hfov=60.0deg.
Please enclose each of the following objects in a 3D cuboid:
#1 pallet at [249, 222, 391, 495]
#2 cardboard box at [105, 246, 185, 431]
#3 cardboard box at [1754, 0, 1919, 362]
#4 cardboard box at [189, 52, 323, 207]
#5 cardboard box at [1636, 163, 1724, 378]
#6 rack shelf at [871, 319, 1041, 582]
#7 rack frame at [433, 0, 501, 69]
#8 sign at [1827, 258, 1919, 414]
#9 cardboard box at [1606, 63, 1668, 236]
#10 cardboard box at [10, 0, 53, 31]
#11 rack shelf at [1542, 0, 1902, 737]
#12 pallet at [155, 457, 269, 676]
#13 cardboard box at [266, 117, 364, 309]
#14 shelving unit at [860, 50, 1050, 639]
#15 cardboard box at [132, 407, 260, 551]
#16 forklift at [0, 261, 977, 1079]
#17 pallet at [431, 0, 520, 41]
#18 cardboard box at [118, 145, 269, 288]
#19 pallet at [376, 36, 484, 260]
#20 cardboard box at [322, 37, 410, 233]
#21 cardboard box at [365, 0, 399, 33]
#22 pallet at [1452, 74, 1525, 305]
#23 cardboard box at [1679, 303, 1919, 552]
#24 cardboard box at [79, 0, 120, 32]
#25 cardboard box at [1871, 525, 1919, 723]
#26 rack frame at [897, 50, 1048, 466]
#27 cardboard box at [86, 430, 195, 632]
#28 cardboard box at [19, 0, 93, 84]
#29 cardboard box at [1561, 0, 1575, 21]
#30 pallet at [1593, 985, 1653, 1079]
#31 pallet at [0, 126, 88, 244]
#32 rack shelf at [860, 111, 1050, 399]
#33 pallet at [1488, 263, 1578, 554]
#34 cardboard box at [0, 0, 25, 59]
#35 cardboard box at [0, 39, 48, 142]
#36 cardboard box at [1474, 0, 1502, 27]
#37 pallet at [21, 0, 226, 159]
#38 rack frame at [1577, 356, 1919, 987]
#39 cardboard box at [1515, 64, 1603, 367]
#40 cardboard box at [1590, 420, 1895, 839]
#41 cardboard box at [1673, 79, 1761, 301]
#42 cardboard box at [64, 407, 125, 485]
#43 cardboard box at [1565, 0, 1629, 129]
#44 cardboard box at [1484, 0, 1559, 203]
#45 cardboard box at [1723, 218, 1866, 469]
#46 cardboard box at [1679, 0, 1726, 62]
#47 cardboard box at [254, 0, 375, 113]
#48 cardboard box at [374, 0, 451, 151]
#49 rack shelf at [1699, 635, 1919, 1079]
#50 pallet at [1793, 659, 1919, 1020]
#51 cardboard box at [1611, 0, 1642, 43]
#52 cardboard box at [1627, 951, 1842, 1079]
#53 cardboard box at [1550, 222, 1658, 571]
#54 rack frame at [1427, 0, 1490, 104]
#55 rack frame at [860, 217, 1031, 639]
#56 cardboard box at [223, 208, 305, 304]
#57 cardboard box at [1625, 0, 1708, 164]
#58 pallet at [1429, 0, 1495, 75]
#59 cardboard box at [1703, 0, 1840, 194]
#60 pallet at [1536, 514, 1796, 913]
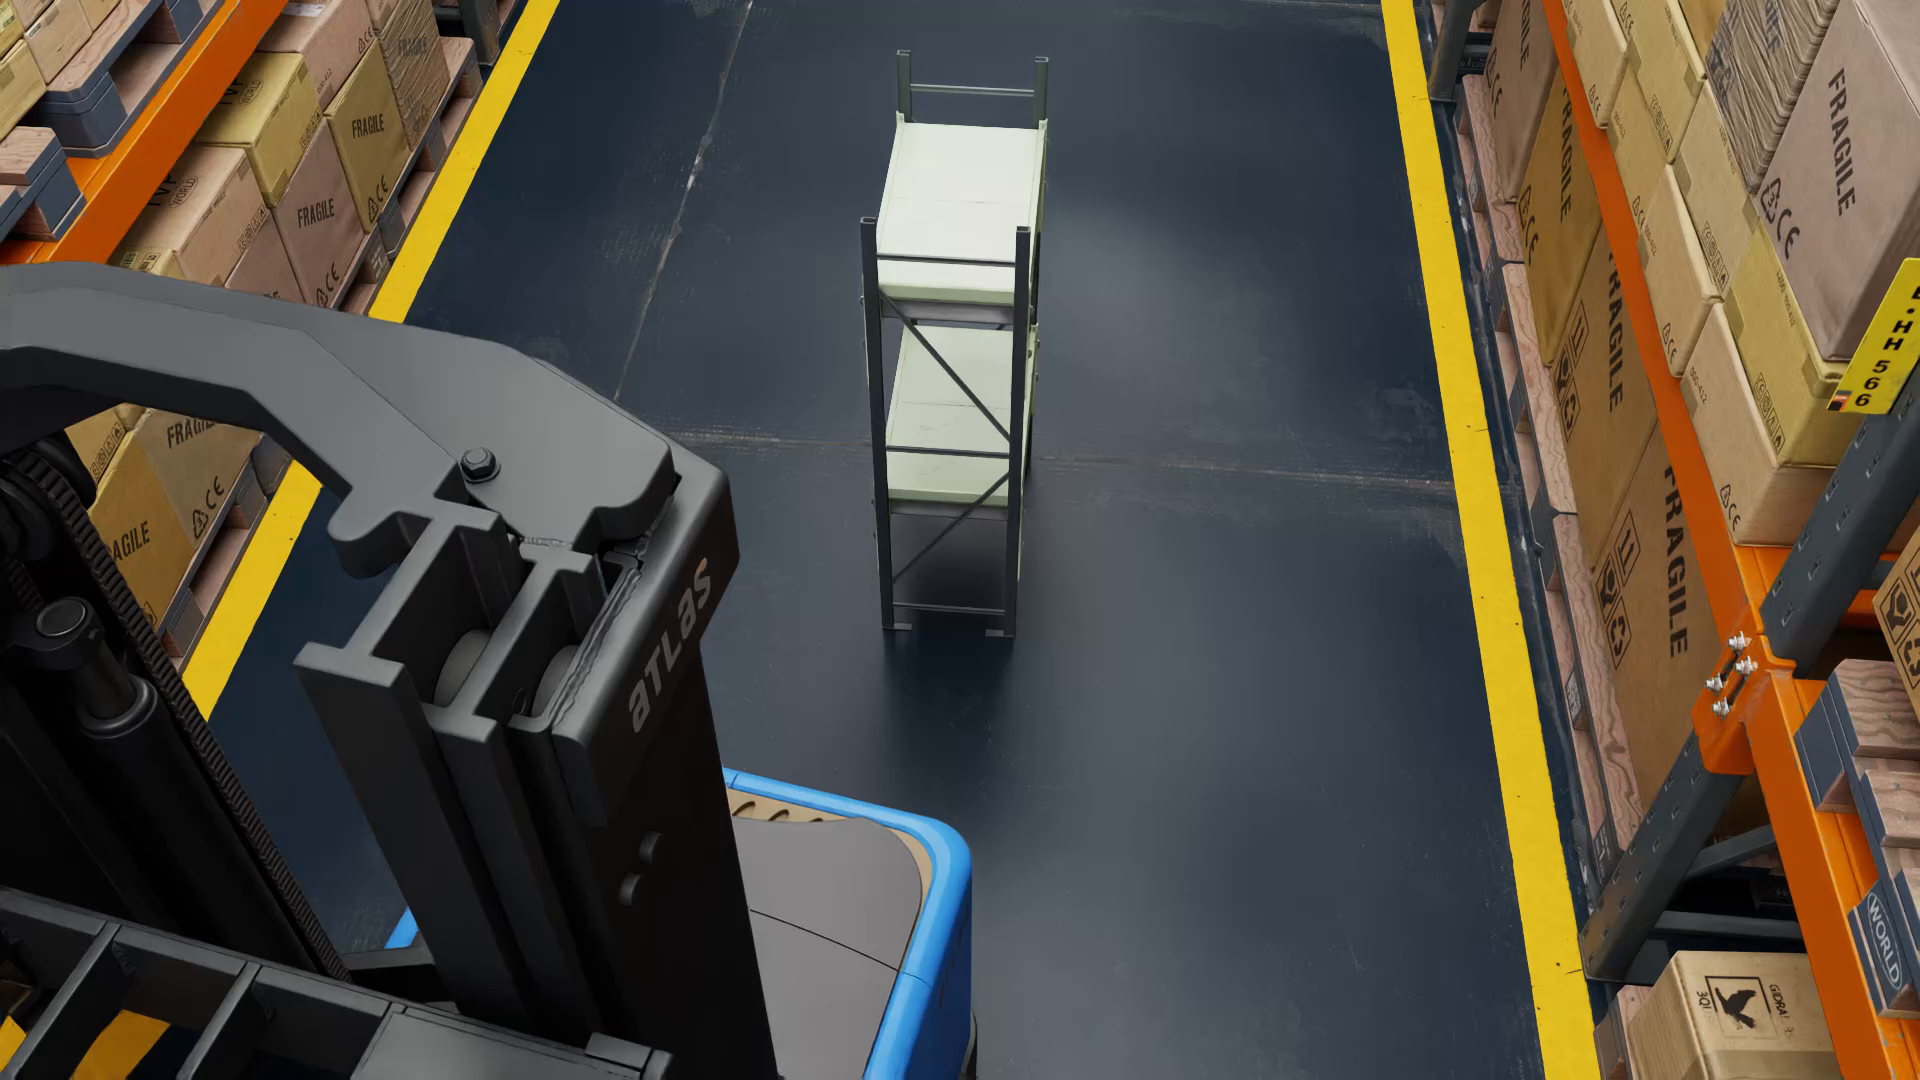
[{"bbox_3d":[-2.661,-0.690,5.738,1.003,0.211,1.213,4,48,4],"label":"pallet"},{"bbox_3d":[-2.498,-0.577,4.646,0.500,0.250,0.500,3,48,3],"label":"cardboard box"},{"bbox_3d":[1.878,-0.673,3.087,0.500,0.500,0.500,3,48,2],"label":"cardboard box"},{"bbox_3d":[-2.393,-1.323,5.328,0.500,0.250,0.500,2,48,2],"label":"cardboard box"},{"bbox_3d":[1.909,-0.619,3.885,0.500,0.250,0.500,5,48,4],"label":"cardboard box"},{"bbox_3d":[-0.001,-0.281,4.933,0.431,0.370,0.720,4,48,4],"label":"rack shelf"},{"bbox_3d":[-2.483,-3.102,6.054,1.000,3.000,0.127,4,48,4],"label":"rack frame"},{"bbox_3d":[1.538,-0.330,2.734,0.100,0.325,0.005,4,48,4],"label":"sign"},{"bbox_3d":[1.971,-0.988,4.222,0.500,0.250,0.500,3,48,3],"label":"cardboard box"},{"bbox_3d":[-2.514,-1.426,4.205,0.380,0.149,0.250,4,48,4],"label":"cardboard box"},{"bbox_3d":[2.273,-1.131,4.739,1.077,0.370,4.000,4,48,4],"label":"rack shelf"},{"bbox_3d":[-2.775,0.204,4.920,1.003,0.211,1.213,4,48,4],"label":"pallet"},{"bbox_3d":[-2.398,-1.086,5.620,0.500,0.500,0.500,3,48,3],"label":"cardboard box"},{"bbox_3d":[-0.001,-0.501,4.692,0.431,1.500,0.755,4,48,4],"label":"shelving unit"},{"bbox_3d":[-2.487,-0.333,4.931,0.500,0.500,0.500,4,48,4],"label":"cardboard box"},{"bbox_3d":[-0.856,1.253,2.118,1.130,2.935,3.031,12,49,11],"label":"forklift"},{"bbox_3d":[-2.457,-2.657,7.537,1.003,0.211,1.213,4,48,4],"label":"pallet"},{"bbox_3d":[-2.440,-0.940,4.978,0.500,0.250,0.500,4,48,4],"label":"cardboard box"},{"bbox_3d":[-2.553,-1.589,6.560,1.003,0.211,1.213,4,48,4],"label":"pallet"},{"bbox_3d":[-2.347,-1.462,5.964,0.500,0.500,0.500,3,48,3],"label":"cardboard box"},{"bbox_3d":[-2.299,-2.089,6.029,0.500,0.250,0.500,3,48,2],"label":"cardboard box"},{"bbox_3d":[2.460,-1.330,6.324,1.003,0.211,1.213,4,48,4],"label":"pallet"},{"bbox_3d":[1.878,-0.242,3.541,0.500,0.250,0.500,2,48,2],"label":"cardboard box"},{"bbox_3d":[-2.487,-1.509,4.483,0.380,0.149,0.250,4,48,4],"label":"cardboard box"},{"bbox_3d":[1.819,0.135,2.540,0.500,0.500,0.500,3,48,2],"label":"cardboard box"},{"bbox_3d":[0.033,-0.770,4.938,0.400,1.500,0.023,4,48,4],"label":"rack frame"},{"bbox_3d":[-2.529,0.037,4.593,0.500,0.500,0.500,2,48,2],"label":"cardboard box"},{"bbox_3d":[-2.512,-1.324,4.314,0.380,0.149,0.250,5,48,5],"label":"cardboard box"},{"bbox_3d":[2.044,-1.731,4.902,0.500,0.250,0.500,4,48,3],"label":"cardboard box"},{"bbox_3d":[2.018,1.611,3.633,1.003,0.211,1.213,4,48,4],"label":"pallet"},{"bbox_3d":[-2.889,-0.629,3.922,1.213,0.211,1.003,4,48,4],"label":"pallet"},{"bbox_3d":[-0.001,-0.765,4.404,0.431,0.370,0.720,4,48,4],"label":"rack shelf"},{"bbox_3d":[2.352,-0.431,5.501,1.003,0.211,1.213,4,48,4],"label":"pallet"},{"bbox_3d":[-2.537,-1.243,4.038,0.380,0.149,0.250,4,48,4],"label":"cardboard box"},{"bbox_3d":[-2.534,-1.129,4.135,0.380,0.149,0.250,6,48,5],"label":"cardboard box"},{"bbox_3d":[2.620,-2.575,7.024,0.875,0.438,0.875,3,48,3],"label":"cardboard box"},{"bbox_3d":[-2.708,-1.555,4.770,1.003,0.211,1.213,4,48,4],"label":"pallet"},{"bbox_3d":[2.091,0.096,3.129,1.000,3.000,0.127,4,48,4],"label":"rack frame"},{"bbox_3d":[2.404,-1.143,5.418,0.875,0.875,0.875,5,48,5],"label":"cardboard box"},{"bbox_3d":[2.237,0.169,4.218,0.875,0.875,0.875,3,48,3],"label":"cardboard box"},{"bbox_3d":[1.925,-0.772,3.686,0.500,0.250,0.500,3,48,3],"label":"cardboard box"},{"bbox_3d":[-2.544,-0.204,4.305,0.500,0.250,0.500,2,48,2],"label":"cardboard box"},{"bbox_3d":[1.990,-1.365,4.567,0.500,0.250,0.500,3,48,3],"label":"cardboard box"},{"bbox_3d":[2.479,-1.807,6.025,0.875,0.875,0.875,5,48,5],"label":"cardboard box"},{"bbox_3d":[1.882,-0.395,3.341,0.500,0.250,0.500,4,48,3],"label":"cardboard box"},{"bbox_3d":[1.968,-1.415,3.766,0.500,0.500,0.500,4,48,4],"label":"cardboard box"},{"bbox_3d":[-2.359,-1.712,5.684,0.500,0.250,0.500,6,48,5],"label":"cardboard box"},{"bbox_3d":[-2.300,-1.839,6.309,0.500,0.500,0.500,3,48,3],"label":"cardboard box"},{"bbox_3d":[1.909,1.808,2.051,1.077,0.370,4.000,4,48,4],"label":"rack shelf"},{"bbox_3d":[2.132,0.692,2.715,1.213,0.211,1.003,4,48,4],"label":"pallet"},{"bbox_3d":[1.999,-1.531,4.381,0.500,0.250,0.500,3,48,2],"label":"cardboard box"},{"bbox_3d":[2.030,1.256,3.565,0.950,0.372,0.625,1,48,1],"label":"cardboard box"},{"bbox_3d":[2.322,-0.486,4.817,0.875,0.875,0.875,4,48,4],"label":"cardboard box"},{"bbox_3d":[2.456,-2.843,5.818,1.000,3.000,0.127,4,48,4],"label":"rack frame"},{"bbox_3d":[-0.034,-0.232,4.446,0.400,1.500,0.023,4,48,4],"label":"rack frame"},{"bbox_3d":[-2.445,-0.711,5.277,0.500,0.500,0.500,3,48,3],"label":"cardboard box"},{"bbox_3d":[1.951,-1.150,4.032,0.500,0.250,0.500,3,48,3],"label":"cardboard box"},{"bbox_3d":[2.603,-2.456,7.353,1.003,0.211,1.213,4,48,4],"label":"pallet"},{"bbox_3d":[1.916,-1.050,3.432,0.500,0.500,0.500,5,48,4],"label":"cardboard box"},{"bbox_3d":[2.238,0.463,4.684,1.003,0.211,1.213,4,48,4],"label":"pallet"}]
